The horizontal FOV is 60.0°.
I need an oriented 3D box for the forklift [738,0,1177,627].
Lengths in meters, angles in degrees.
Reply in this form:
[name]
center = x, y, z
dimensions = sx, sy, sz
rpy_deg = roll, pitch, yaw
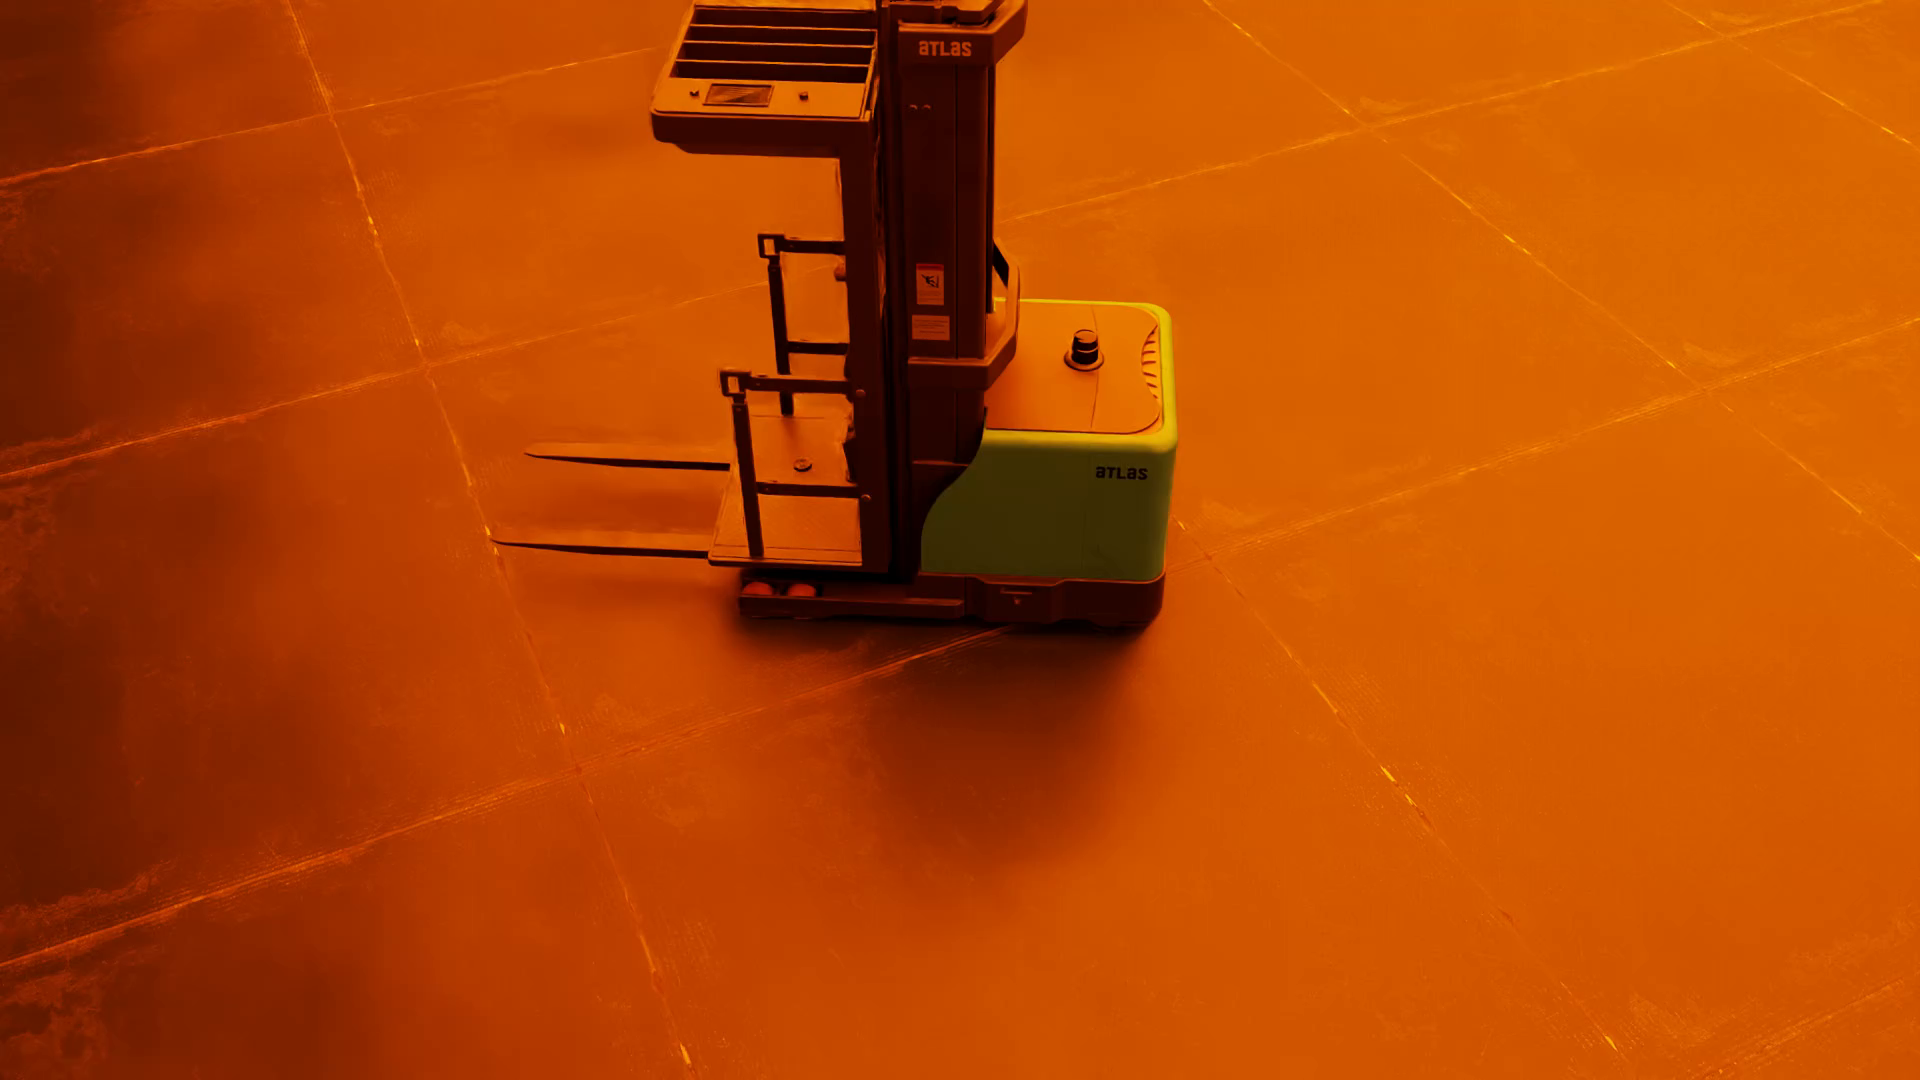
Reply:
[forklift]
center = -0.590, -1.073, 6.830
dimensions = 3.031, 2.935, 1.130
rpy_deg = 2, 43, 3
